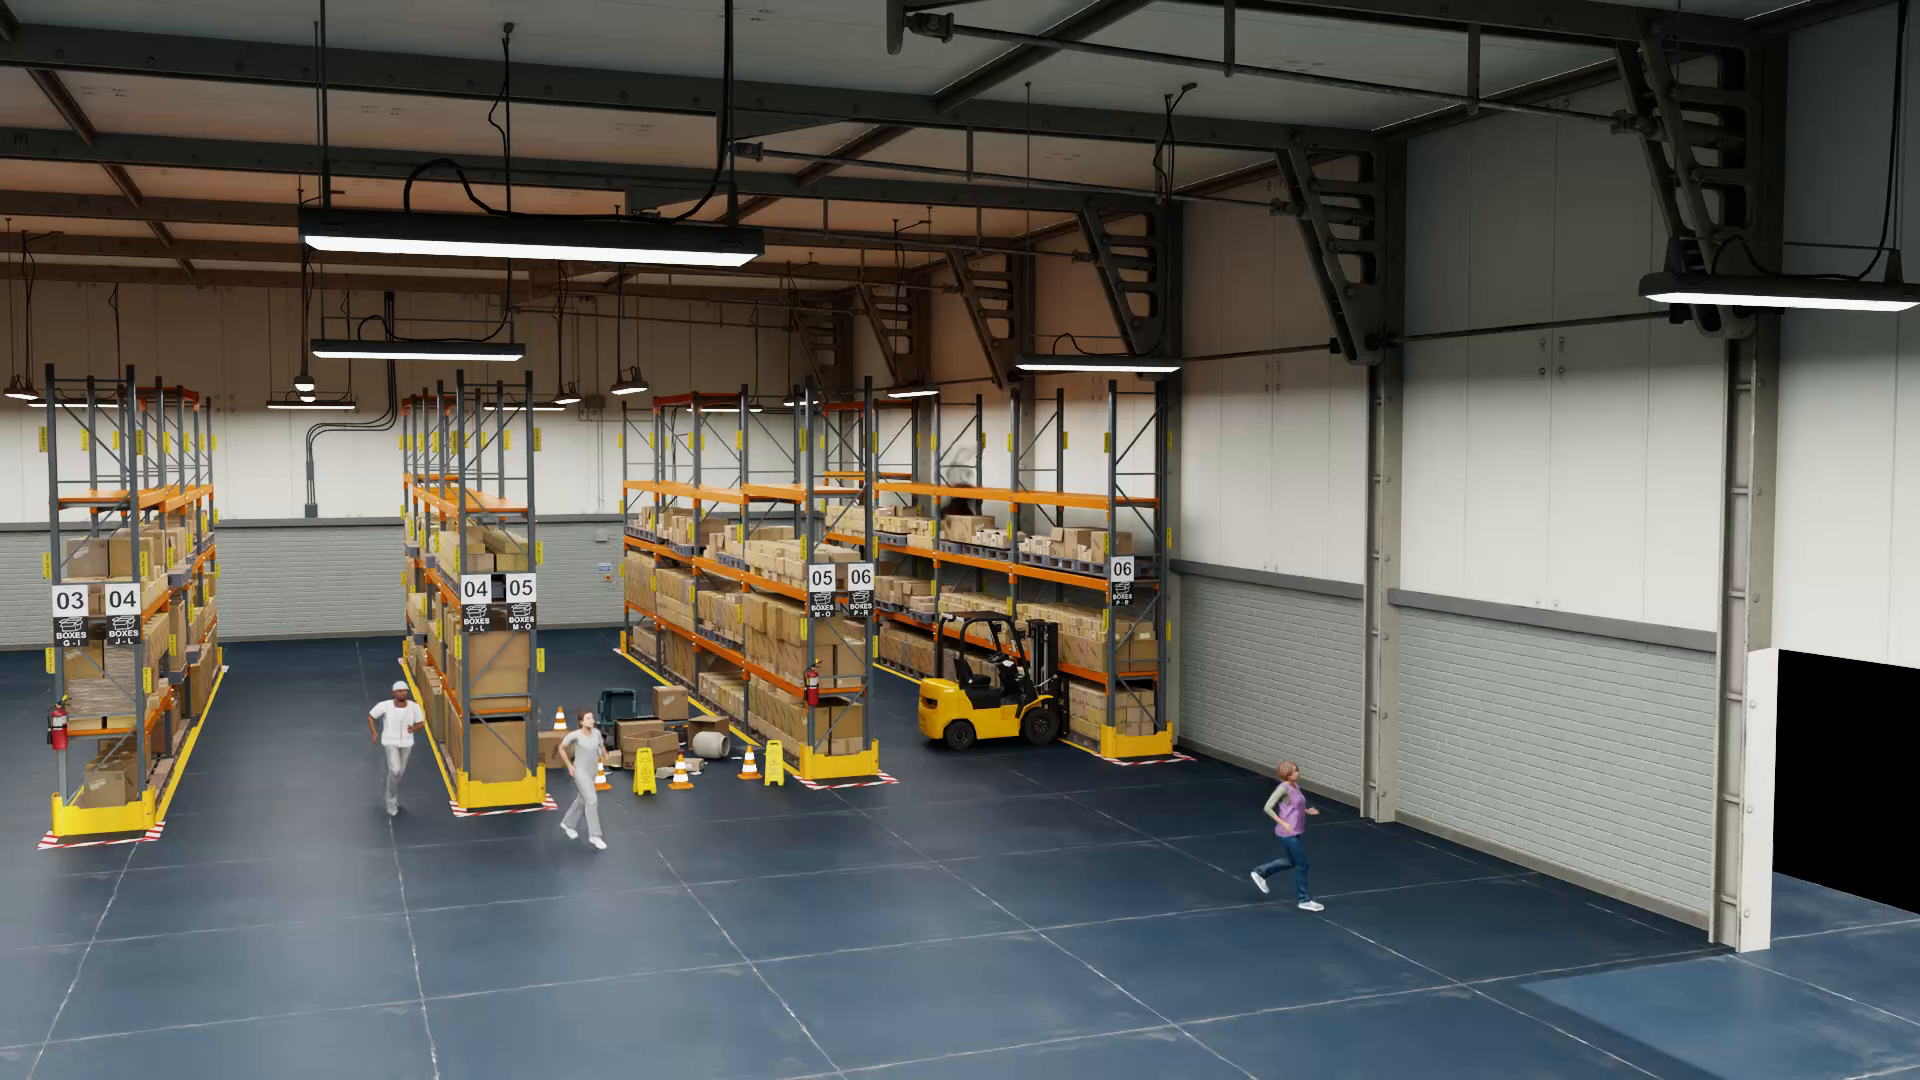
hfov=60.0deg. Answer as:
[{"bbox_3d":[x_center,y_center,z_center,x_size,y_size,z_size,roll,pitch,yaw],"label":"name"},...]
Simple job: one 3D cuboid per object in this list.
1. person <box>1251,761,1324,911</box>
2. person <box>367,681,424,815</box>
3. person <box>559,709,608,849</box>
[{"bbox_3d":[3.518,3.204,17.894,0.841,1.479,0.546,2,4,29],"label":"person"},{"bbox_3d":[-7.662,2.820,22.671,0.680,1.819,0.726,-3,4,-38],"label":"person"},{"bbox_3d":[-4.654,2.929,20.677,0.895,1.684,0.558,2,4,33],"label":"person"}]
